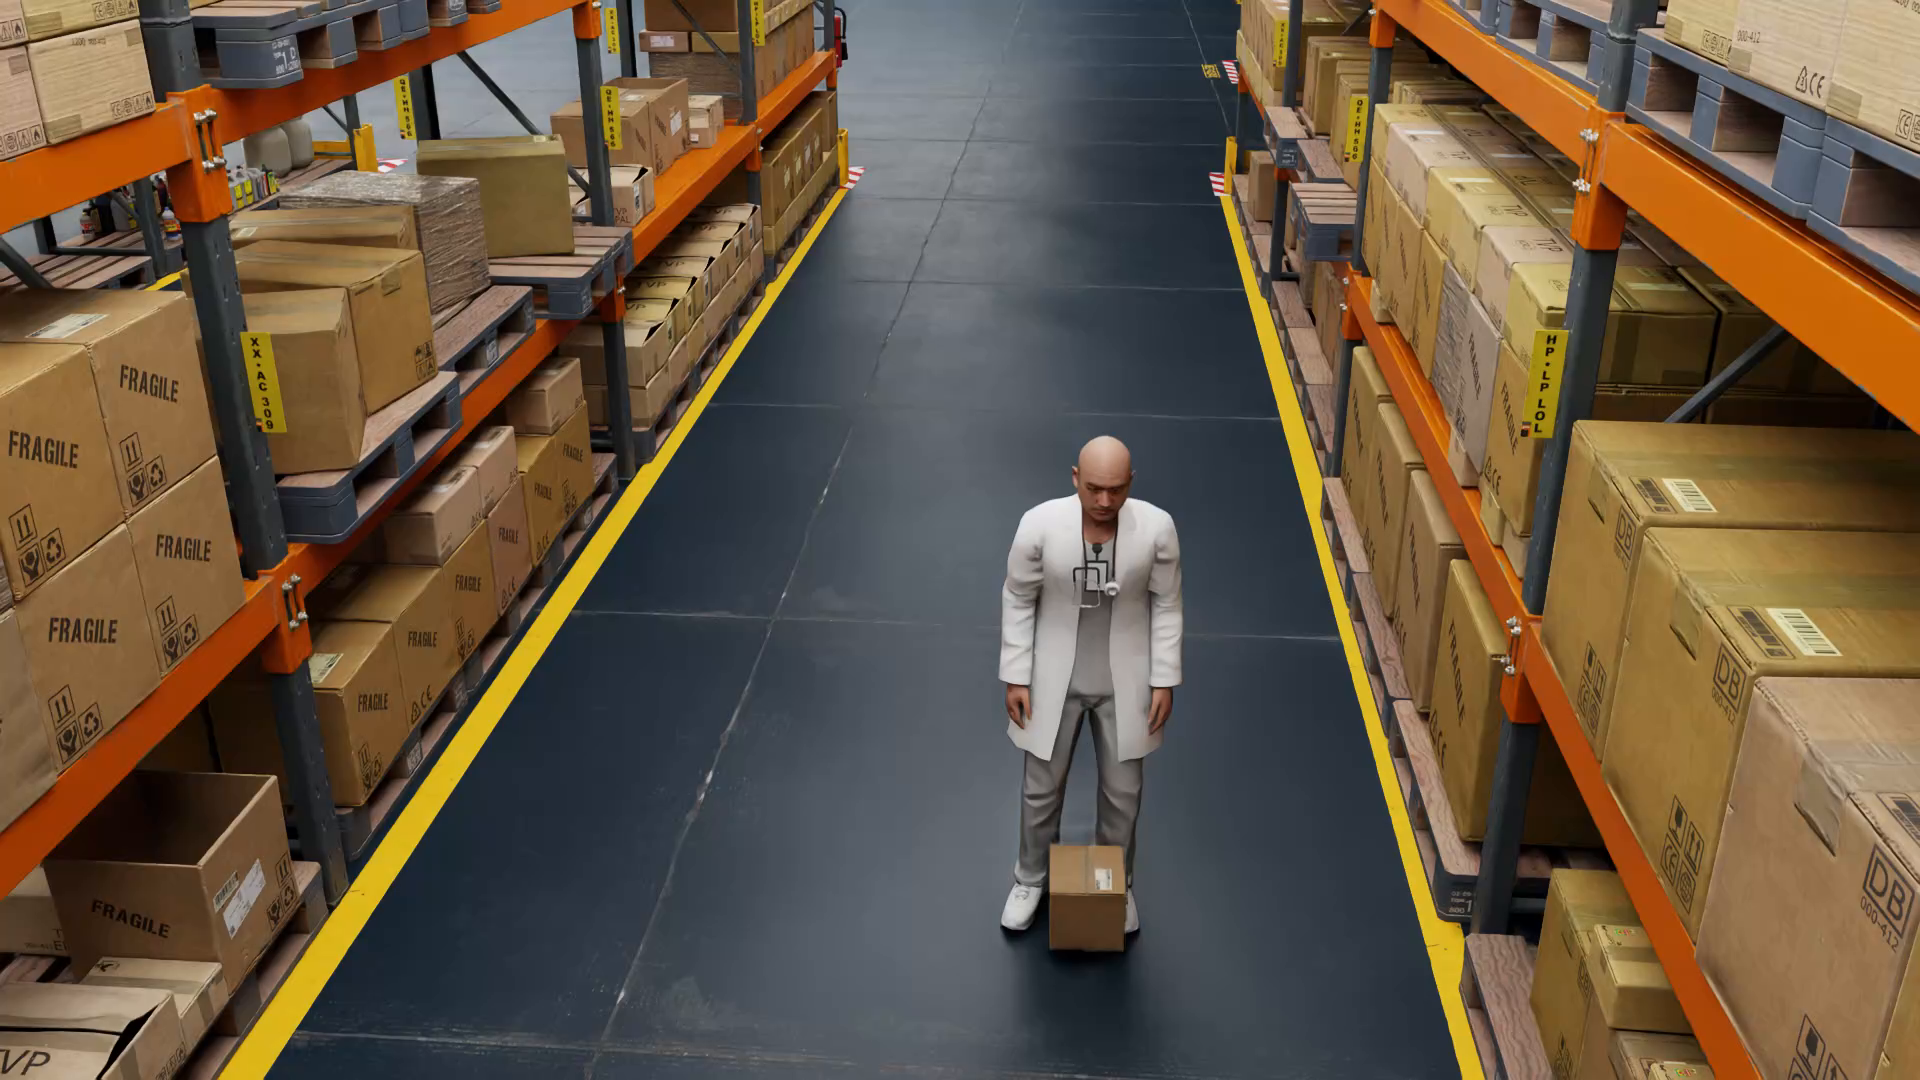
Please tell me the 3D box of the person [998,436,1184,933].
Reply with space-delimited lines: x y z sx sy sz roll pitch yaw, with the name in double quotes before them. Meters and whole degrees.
"person" 0.434 0.480 5.553 0.612 1.775 0.426 1 24 2
